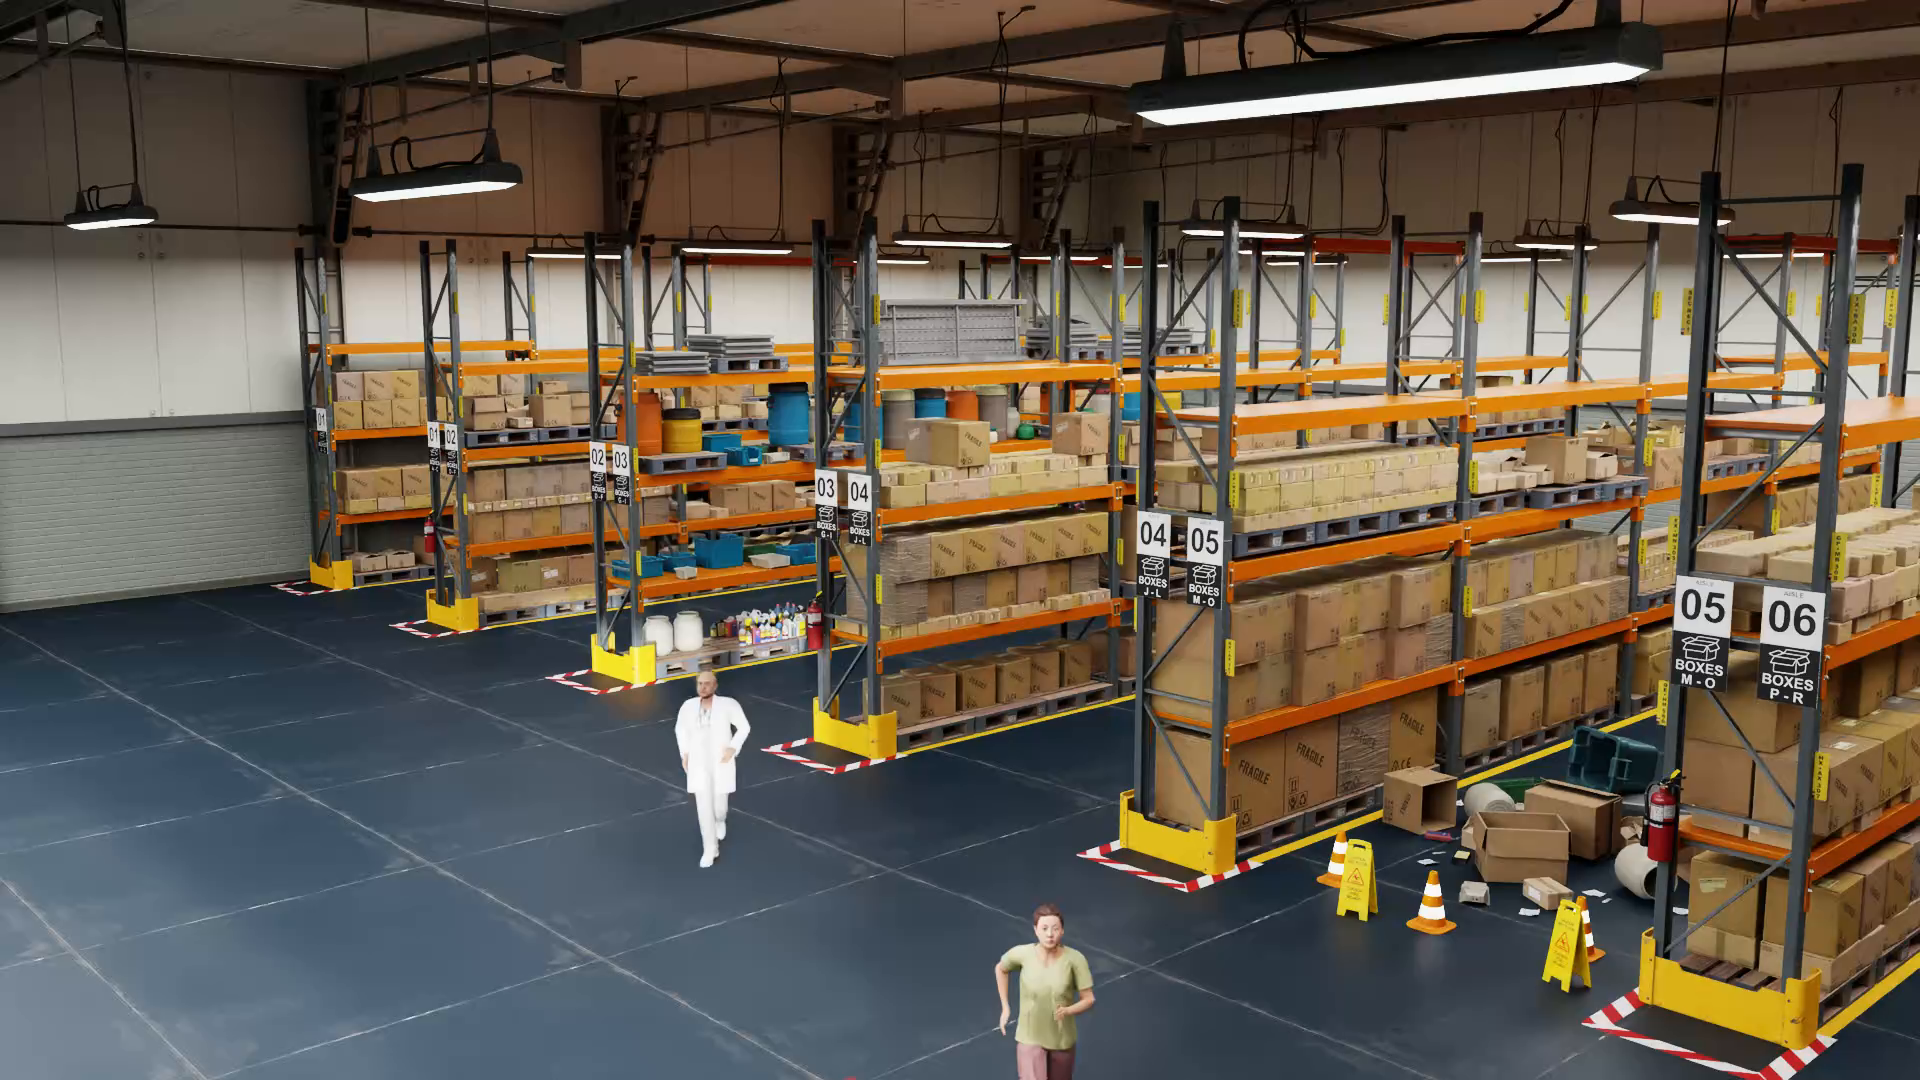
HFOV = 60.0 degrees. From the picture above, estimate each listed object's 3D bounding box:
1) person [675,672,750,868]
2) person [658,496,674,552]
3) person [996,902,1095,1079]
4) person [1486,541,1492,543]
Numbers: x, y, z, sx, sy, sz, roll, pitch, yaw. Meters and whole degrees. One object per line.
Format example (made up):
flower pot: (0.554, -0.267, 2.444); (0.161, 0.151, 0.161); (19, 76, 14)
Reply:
person: (-2.291, 2.073, 15.362); (0.707, 1.762, 0.744); (0, 8, 2)
person: (-5.511, -0.230, 31.166); (0.849, 1.720, 0.673); (-8, 11, -43)
person: (0.501, 2.944, 9.657); (0.548, 1.723, 0.706); (-1, 8, -4)
person: (7.652, 0.839, 24.054); (0.611, 1.672, 0.774); (7, 11, 40)
